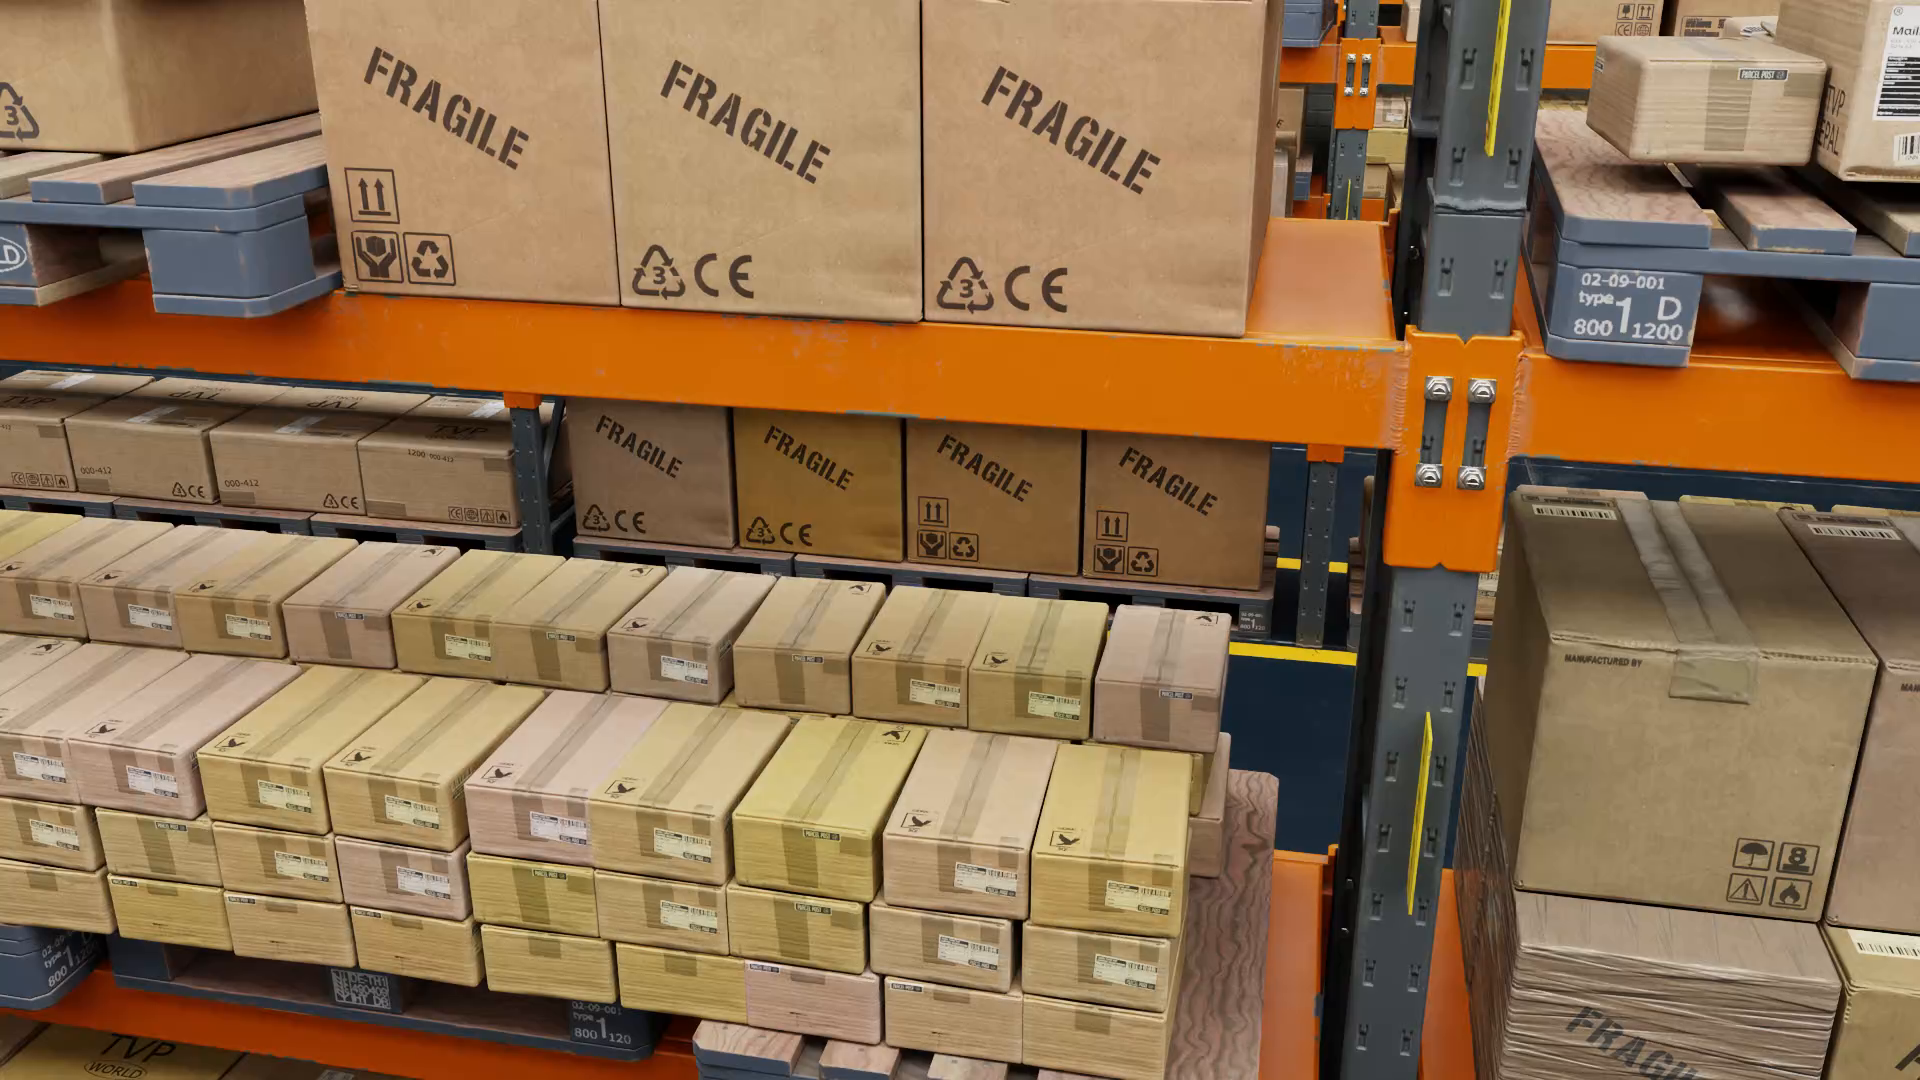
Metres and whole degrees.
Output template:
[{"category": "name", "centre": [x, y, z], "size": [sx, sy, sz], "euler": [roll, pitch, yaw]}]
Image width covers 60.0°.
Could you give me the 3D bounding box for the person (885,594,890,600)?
[{"category": "person", "centre": [-0.255, 0.623, 6.491], "size": [0.470, 0.951, 0.857], "euler": [3, 22, 9]}]
